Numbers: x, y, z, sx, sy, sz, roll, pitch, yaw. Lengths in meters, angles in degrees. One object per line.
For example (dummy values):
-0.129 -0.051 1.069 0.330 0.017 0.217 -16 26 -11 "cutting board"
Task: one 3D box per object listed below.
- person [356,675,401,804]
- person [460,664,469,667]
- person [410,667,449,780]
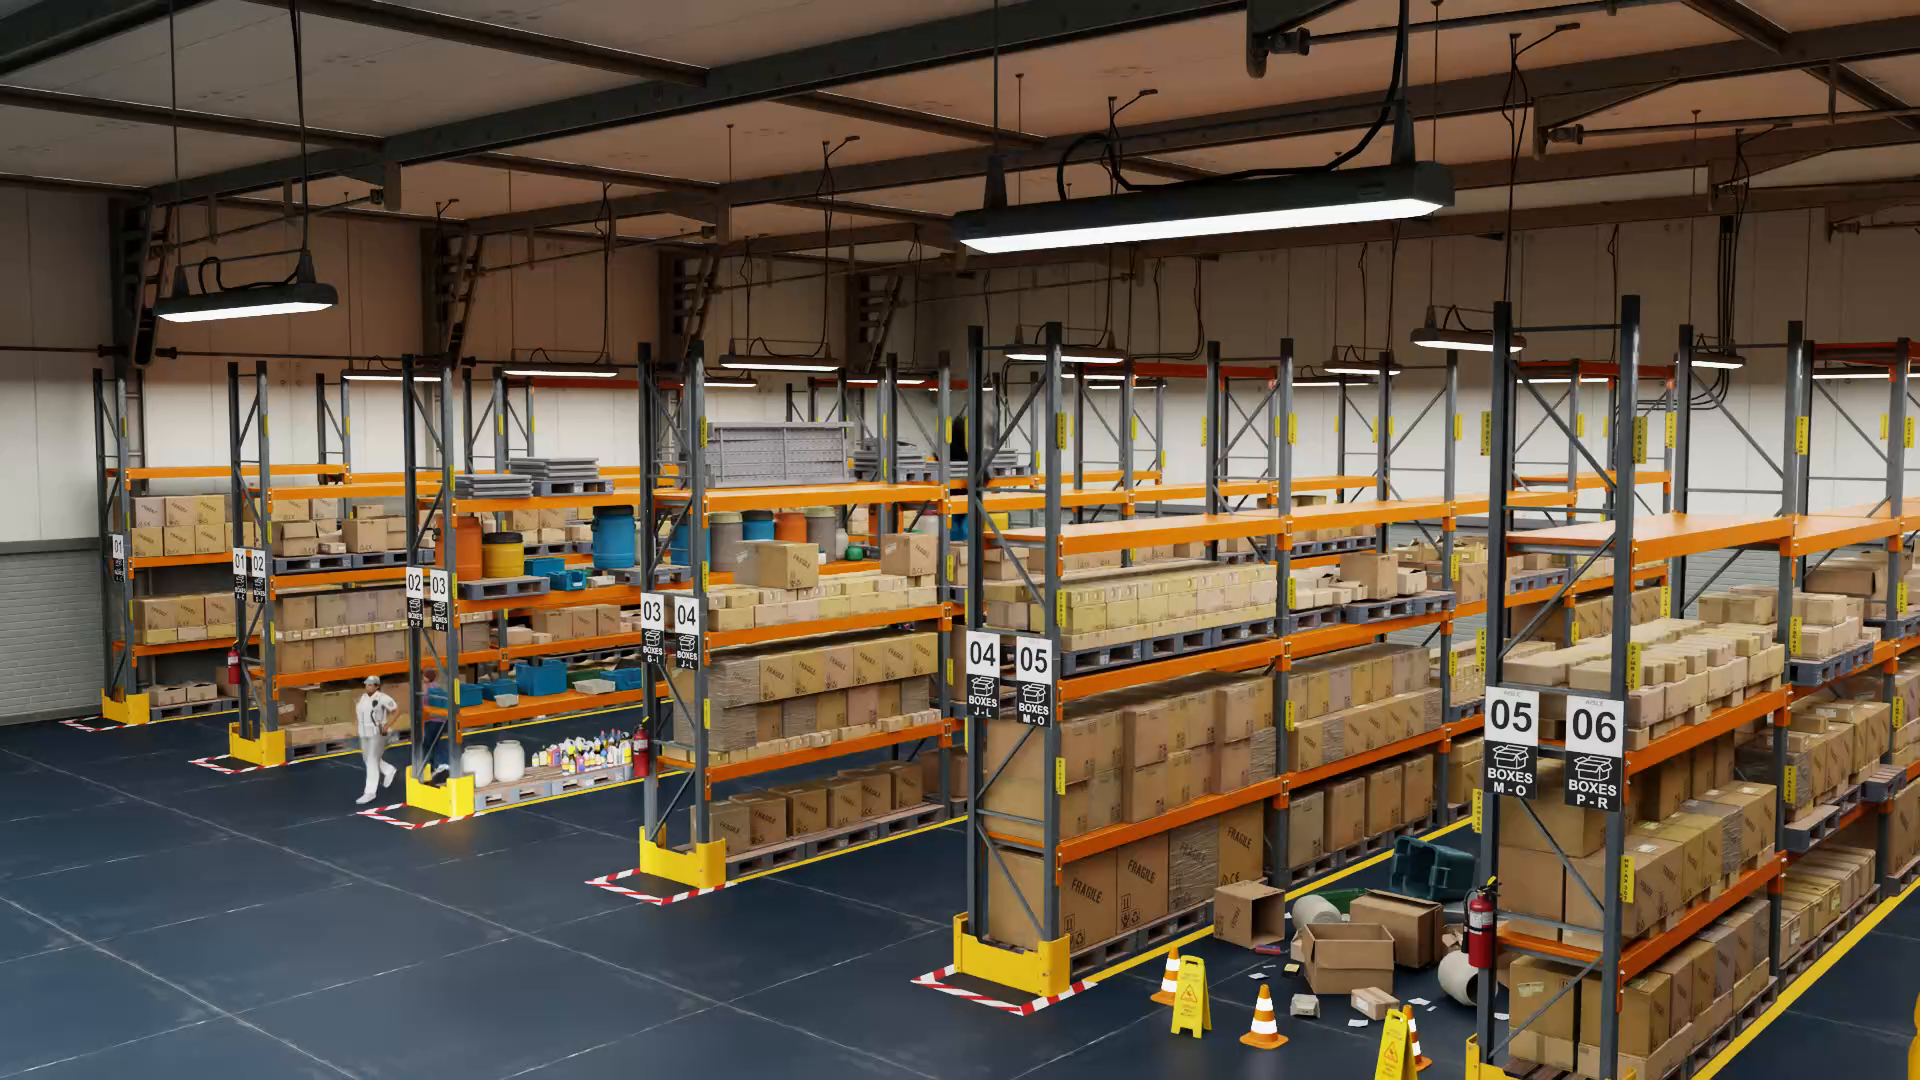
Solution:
-7.953 2.666 22.615 0.638 1.669 0.896 2 5 27 "person"
-8.781 2.156 29.581 0.690 1.690 0.637 4 6 43 "person"
-7.535 2.632 23.732 0.559 1.662 0.707 3 5 31 "person"
